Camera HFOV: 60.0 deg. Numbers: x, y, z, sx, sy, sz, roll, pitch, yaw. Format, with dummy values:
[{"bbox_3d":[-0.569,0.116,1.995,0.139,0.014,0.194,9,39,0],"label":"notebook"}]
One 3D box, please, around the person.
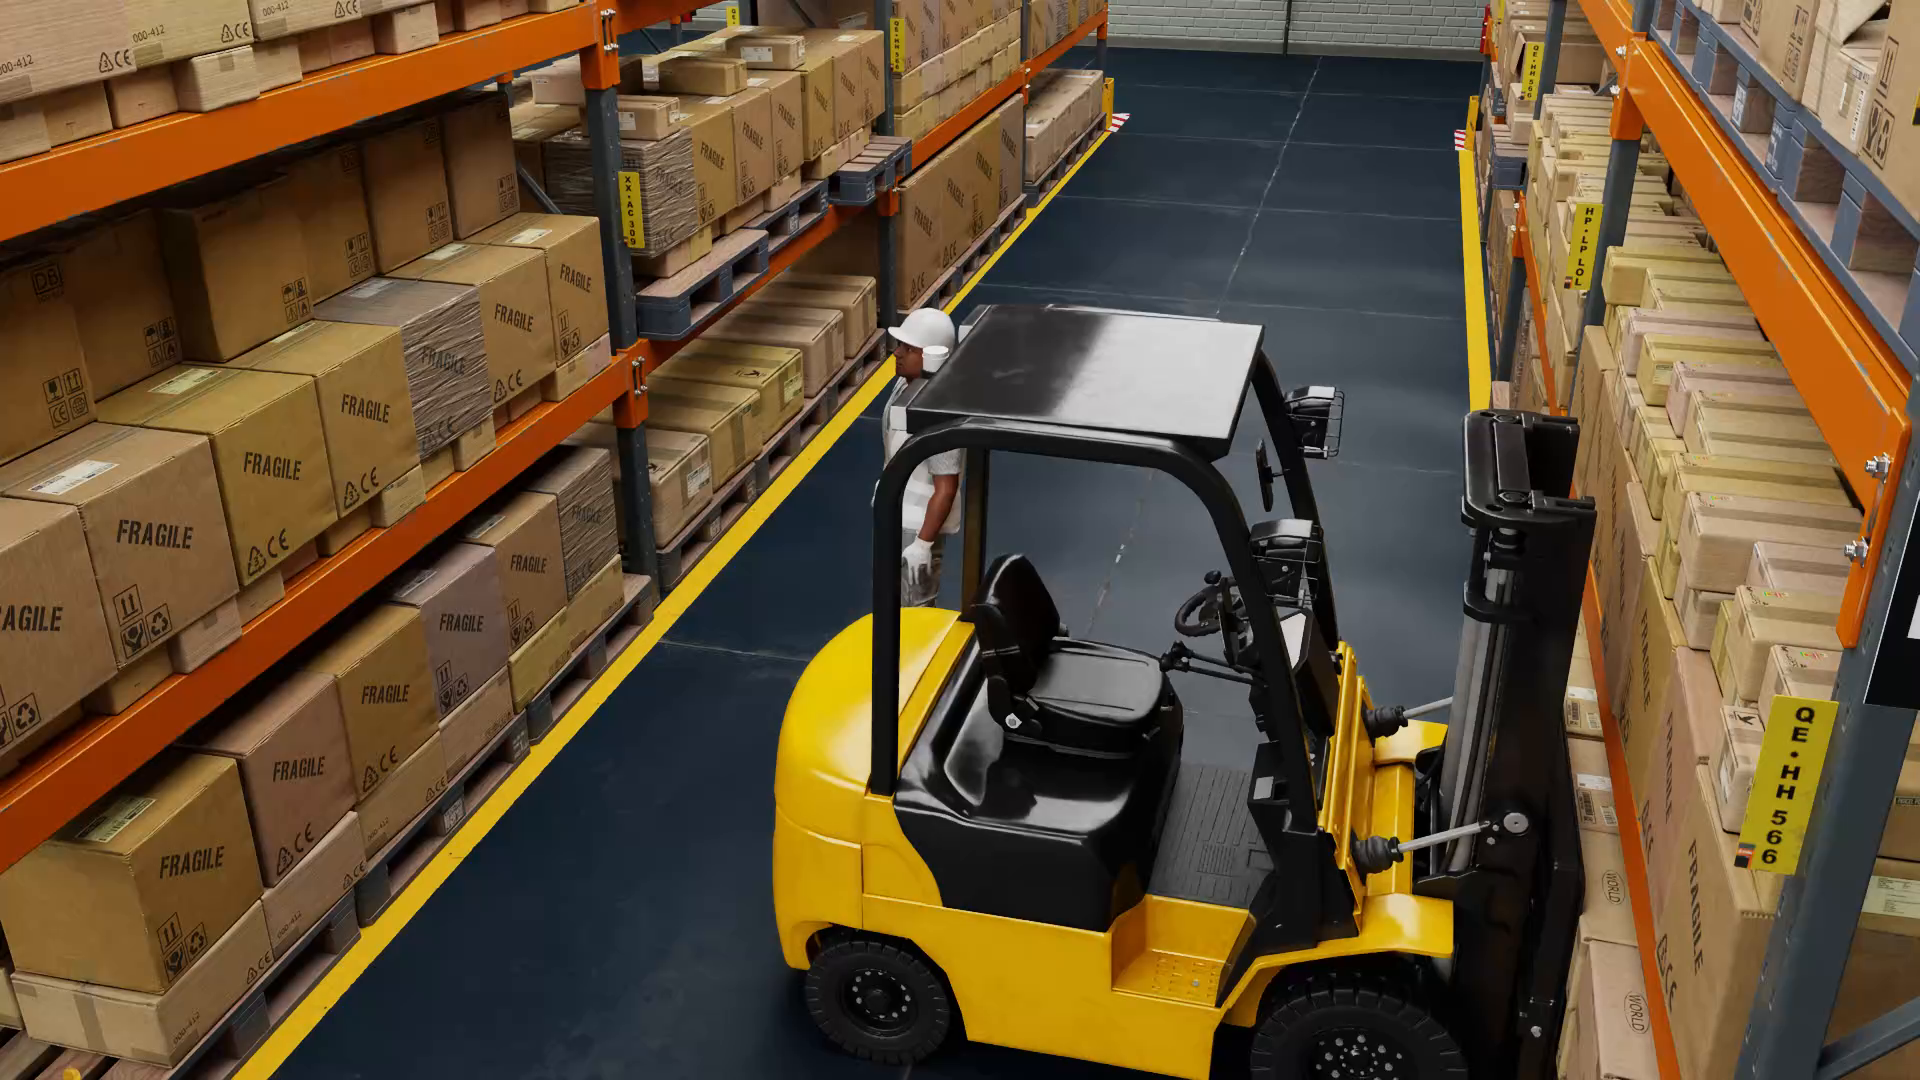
[{"bbox_3d":[-0.262,-0.082,6.745,0.577,1.776,0.656,-6,26,-13],"label":"person"}]
